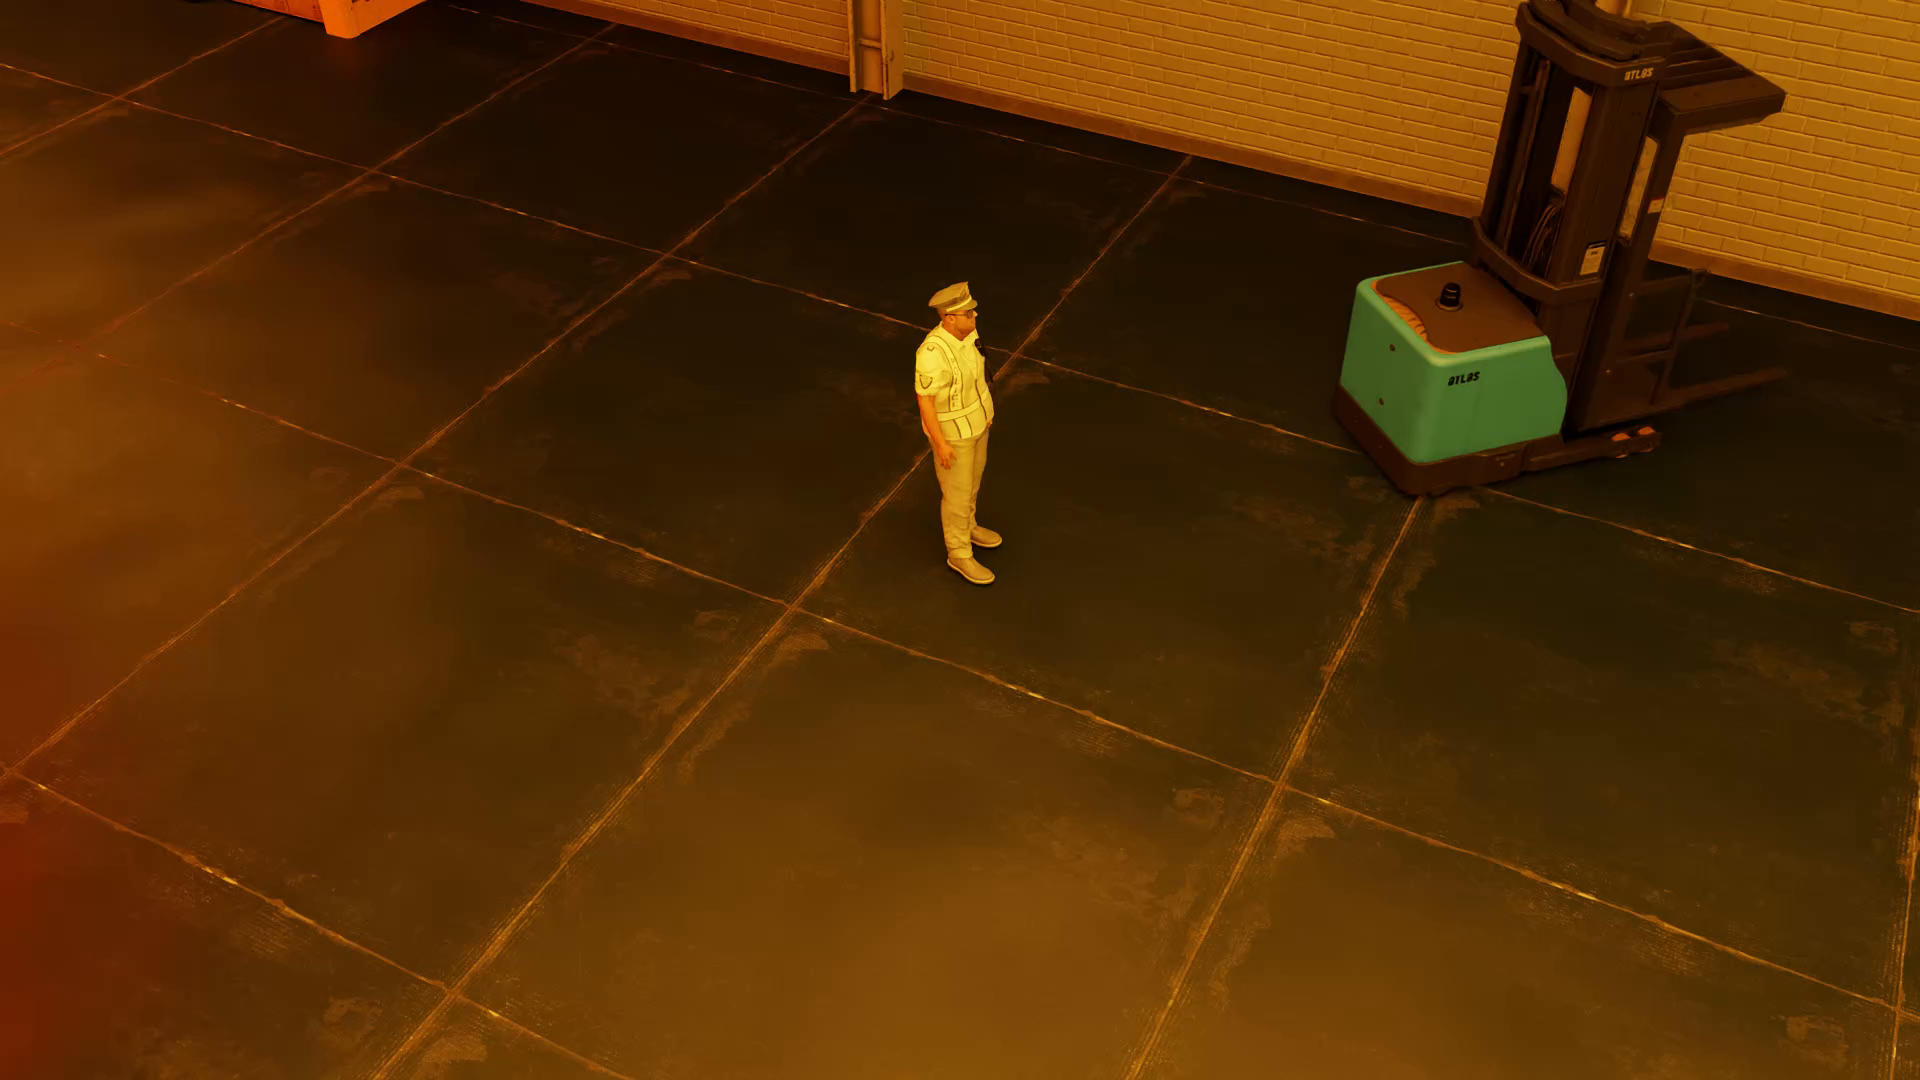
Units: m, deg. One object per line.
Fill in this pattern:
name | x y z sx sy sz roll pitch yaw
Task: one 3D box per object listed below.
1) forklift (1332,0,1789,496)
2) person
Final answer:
forklift | 4.077 -1.967 10.322 3.031 2.935 1.130 -12 42 -14
person | 0.063 -0.657 9.648 0.575 1.781 0.640 18 43 21
